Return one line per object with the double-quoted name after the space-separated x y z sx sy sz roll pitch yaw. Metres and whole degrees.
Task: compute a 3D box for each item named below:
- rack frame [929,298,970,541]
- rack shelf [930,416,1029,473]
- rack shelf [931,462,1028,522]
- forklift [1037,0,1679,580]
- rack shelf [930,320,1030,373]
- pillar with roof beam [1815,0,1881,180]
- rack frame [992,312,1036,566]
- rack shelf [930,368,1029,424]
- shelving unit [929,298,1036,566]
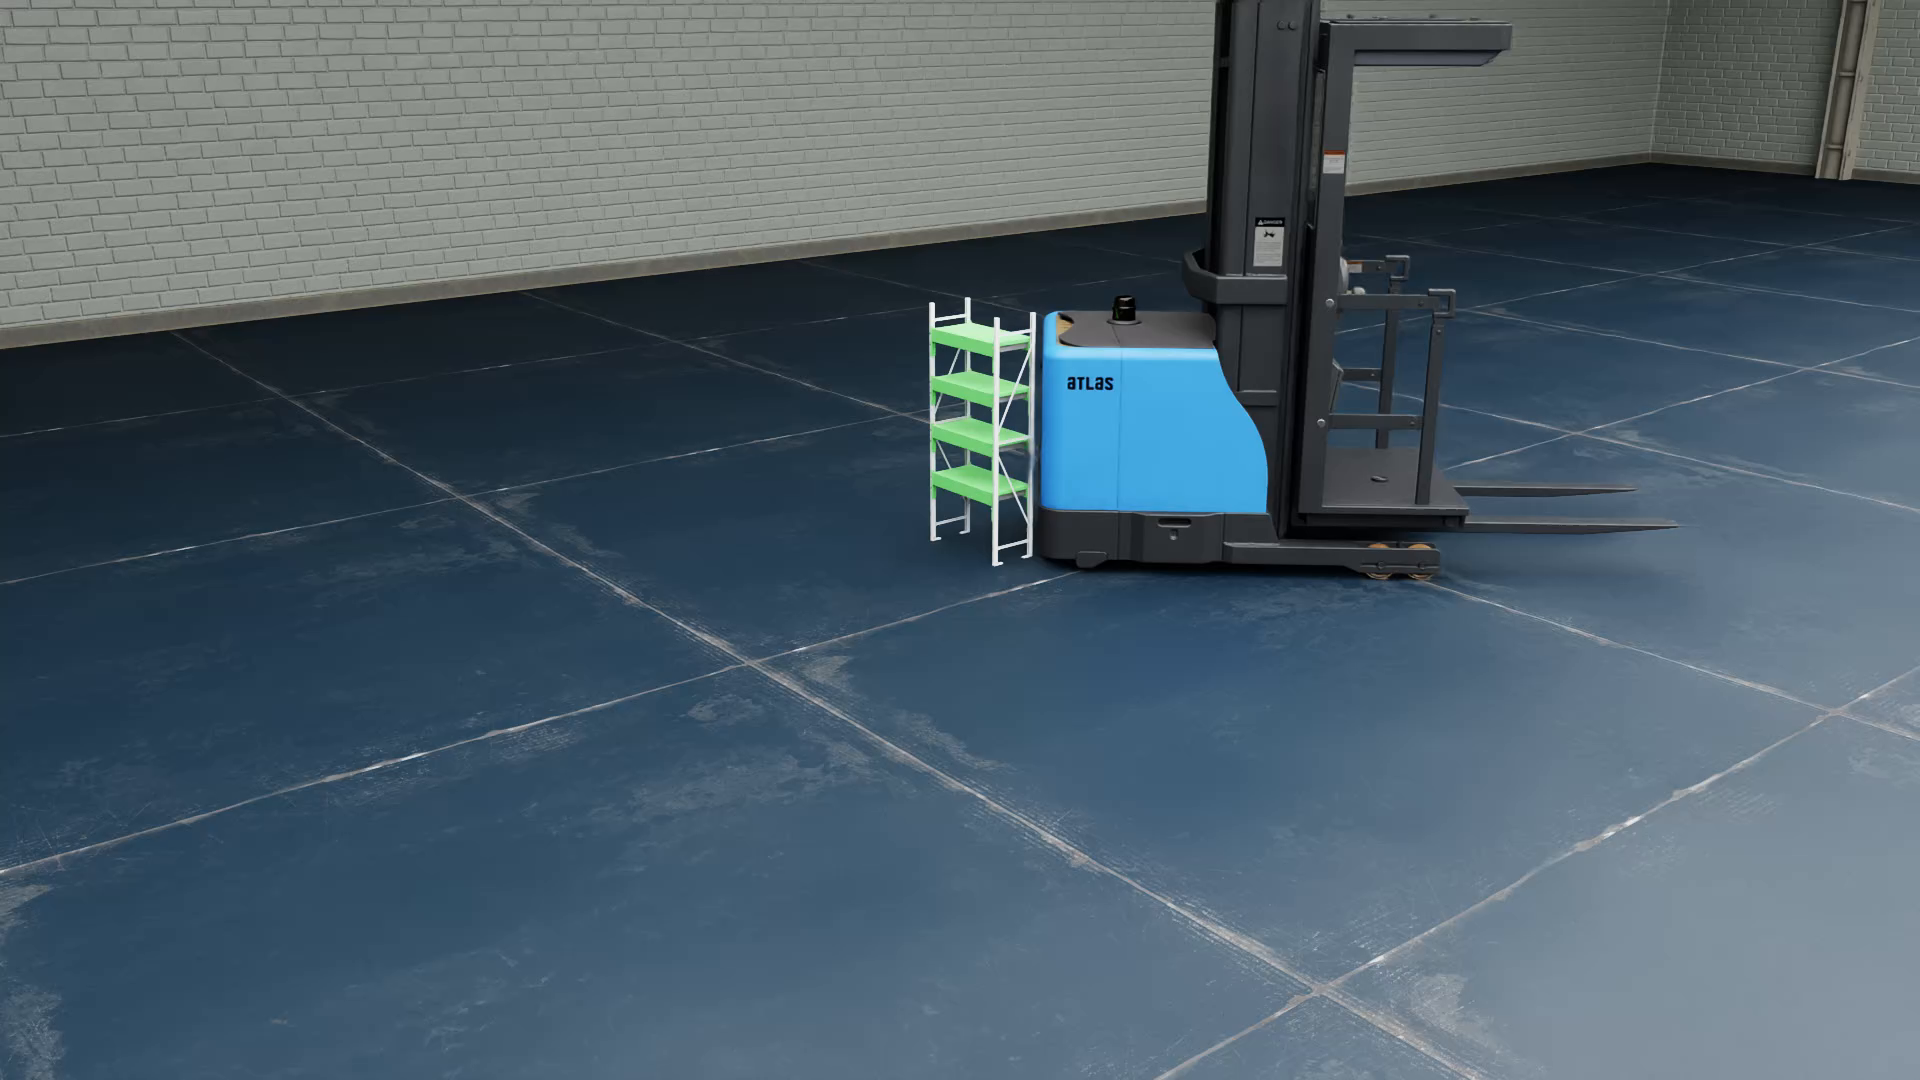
-0.049 -0.589 8.232 0.240 1.200 0.015 -14 23 -36 "rack frame"
0.103 -0.468 8.071 0.258 0.148 0.480 -14 23 -36 "rack shelf"
0.103 -0.240 8.146 0.258 0.148 0.480 -14 23 -36 "rack shelf"
1.905 -1.375 7.852 3.031 2.935 1.130 1 18 3 "forklift"
0.103 -0.924 7.920 0.258 0.148 0.480 -14 23 -36 "rack shelf"
9.423 -8.733 20.420 9.100 9.000 0.400 -14 23 -36 "pillar with roof beam"
0.254 -0.469 7.869 0.240 1.200 0.015 -14 23 -36 "rack frame"
0.103 -0.696 7.995 0.258 0.148 0.480 -14 23 -36 "rack shelf"
0.103 -0.529 8.051 0.258 1.200 0.503 -14 23 -36 "shelving unit"
